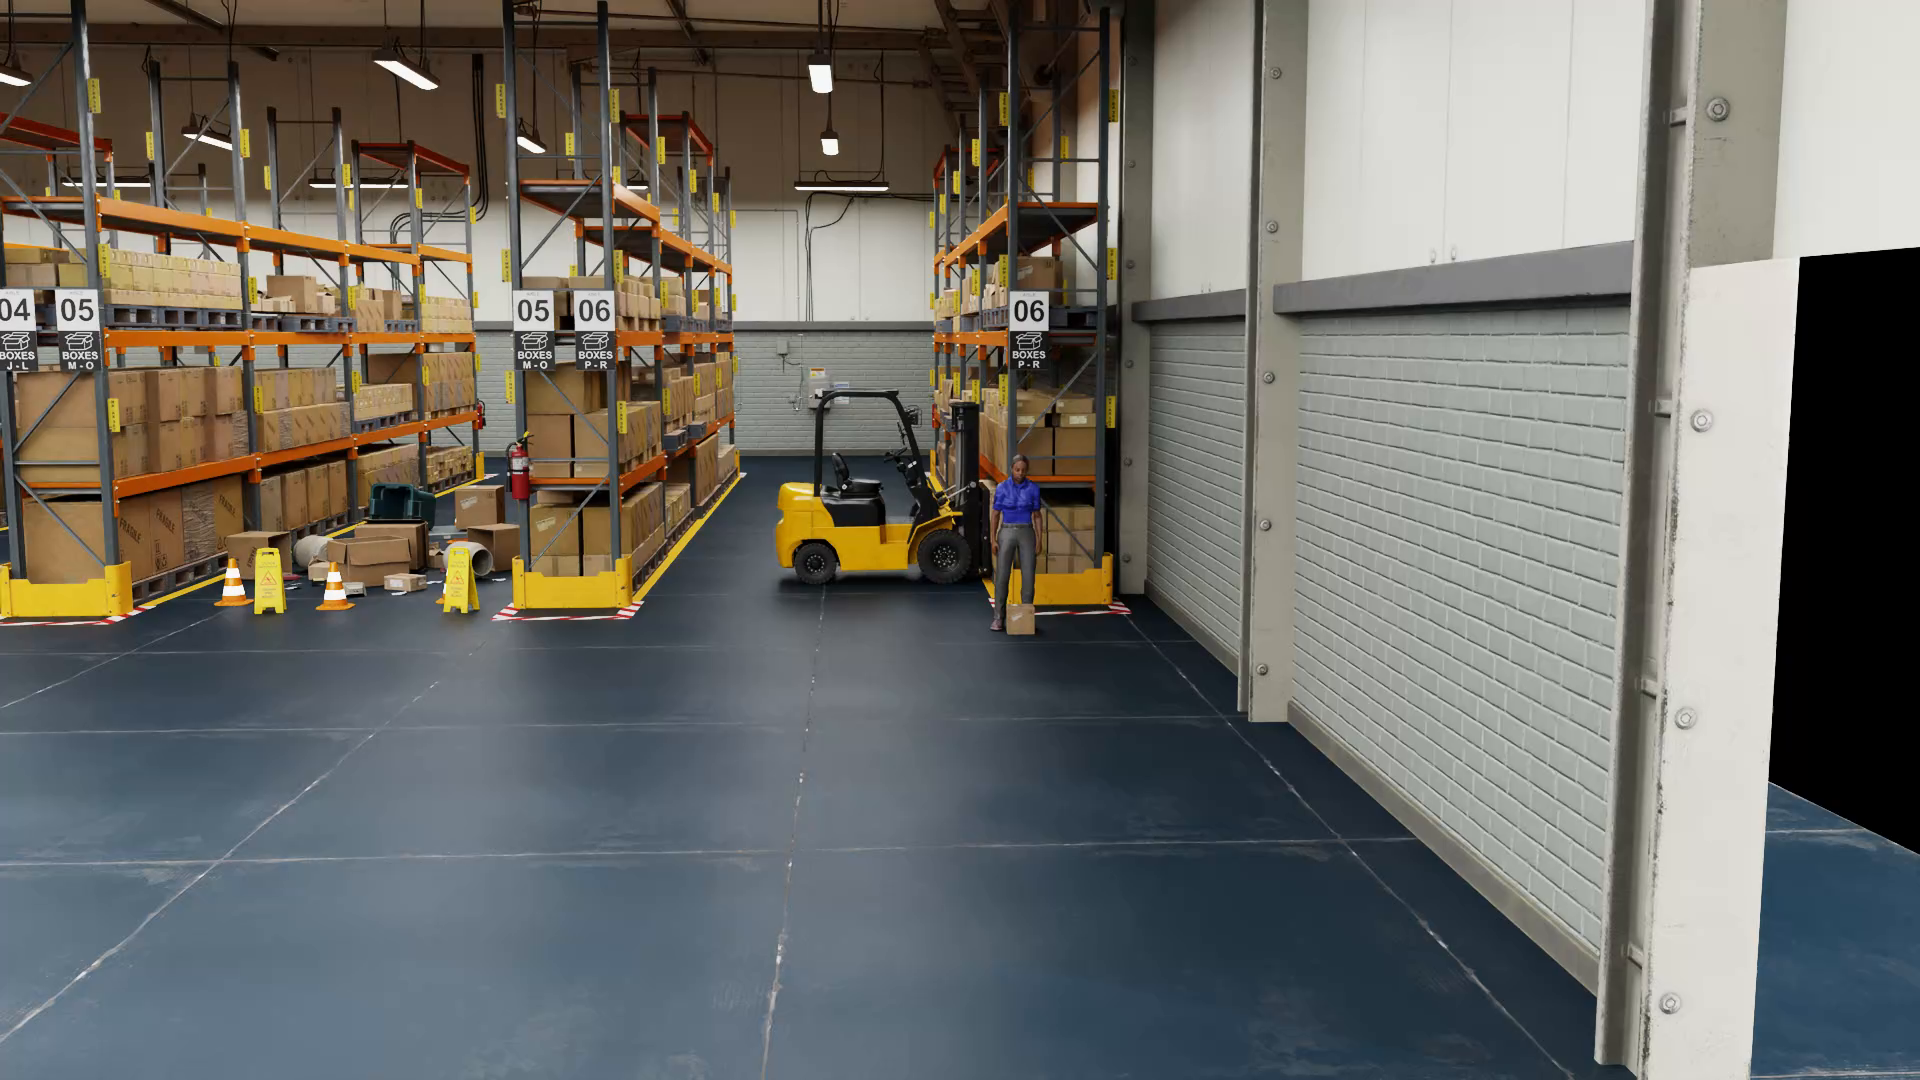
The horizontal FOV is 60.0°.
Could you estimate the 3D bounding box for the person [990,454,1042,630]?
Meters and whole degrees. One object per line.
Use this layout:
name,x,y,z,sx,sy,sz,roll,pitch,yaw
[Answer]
person,0.530,0.013,15.671,0.503,1.654,0.349,-1,7,-4
